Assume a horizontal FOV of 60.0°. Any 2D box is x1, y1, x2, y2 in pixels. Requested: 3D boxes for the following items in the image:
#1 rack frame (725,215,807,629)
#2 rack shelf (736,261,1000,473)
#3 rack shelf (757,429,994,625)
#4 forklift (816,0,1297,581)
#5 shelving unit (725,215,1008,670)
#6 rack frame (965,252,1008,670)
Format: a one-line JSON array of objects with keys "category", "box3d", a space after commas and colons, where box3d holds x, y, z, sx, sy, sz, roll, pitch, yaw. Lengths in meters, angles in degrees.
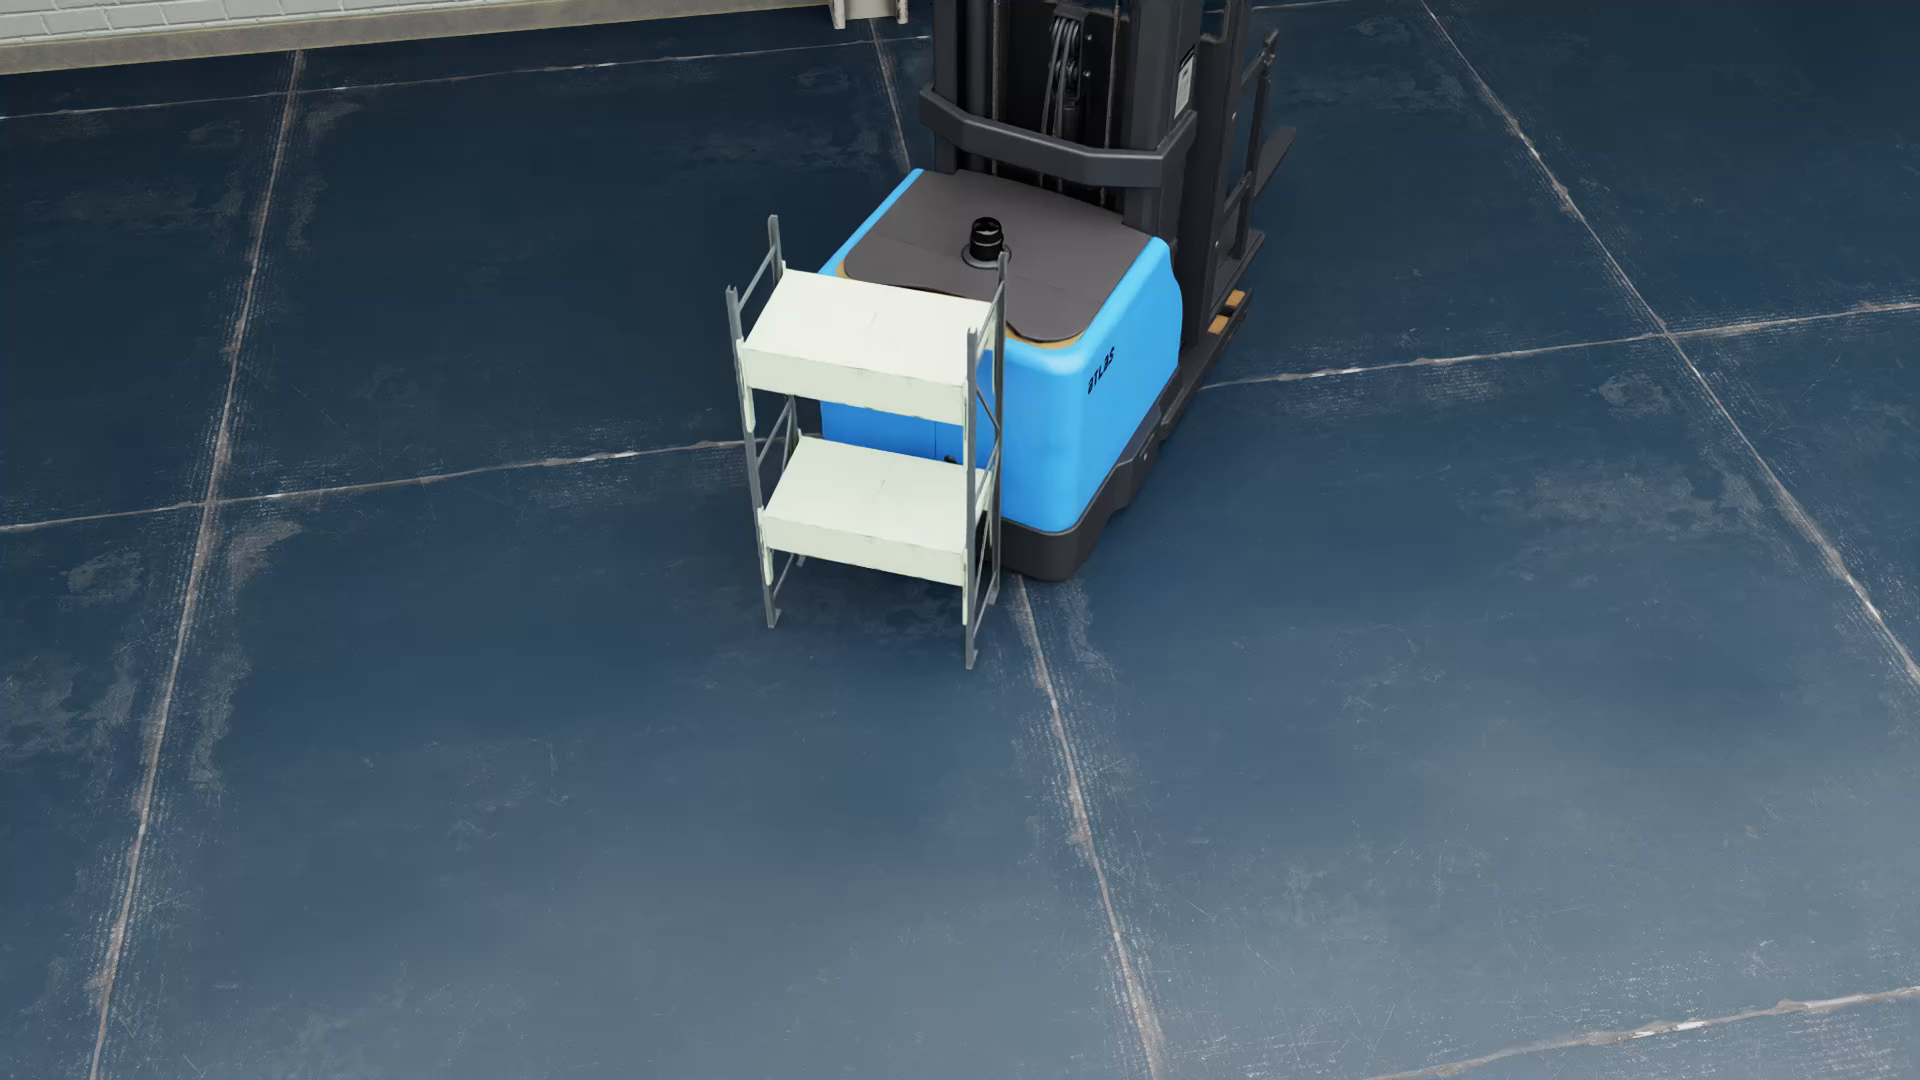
[{"category": "rack frame", "box3d": [-0.625, -0.344, 5.540, 0.023, 1.500, 0.400, 11, 47, 10]}, {"category": "rack shelf", "box3d": [-0.271, -0.546, 5.192, 0.720, 0.370, 0.431, 11, 47, 10]}, {"category": "rack shelf", "box3d": [-0.271, -0.049, 5.708, 0.720, 0.370, 0.431, 11, 47, 10]}, {"category": "forklift", "box3d": [0.595, -1.934, 6.078, 1.130, 2.935, 3.031, 20, 49, 18]}, {"category": "shelving unit", "box3d": [-0.271, -0.275, 5.474, 0.755, 1.500, 0.431, 11, 47, 10]}, {"category": "rack frame", "box3d": [0.082, -0.206, 5.407, 0.023, 1.500, 0.400, 11, 47, 10]}]
